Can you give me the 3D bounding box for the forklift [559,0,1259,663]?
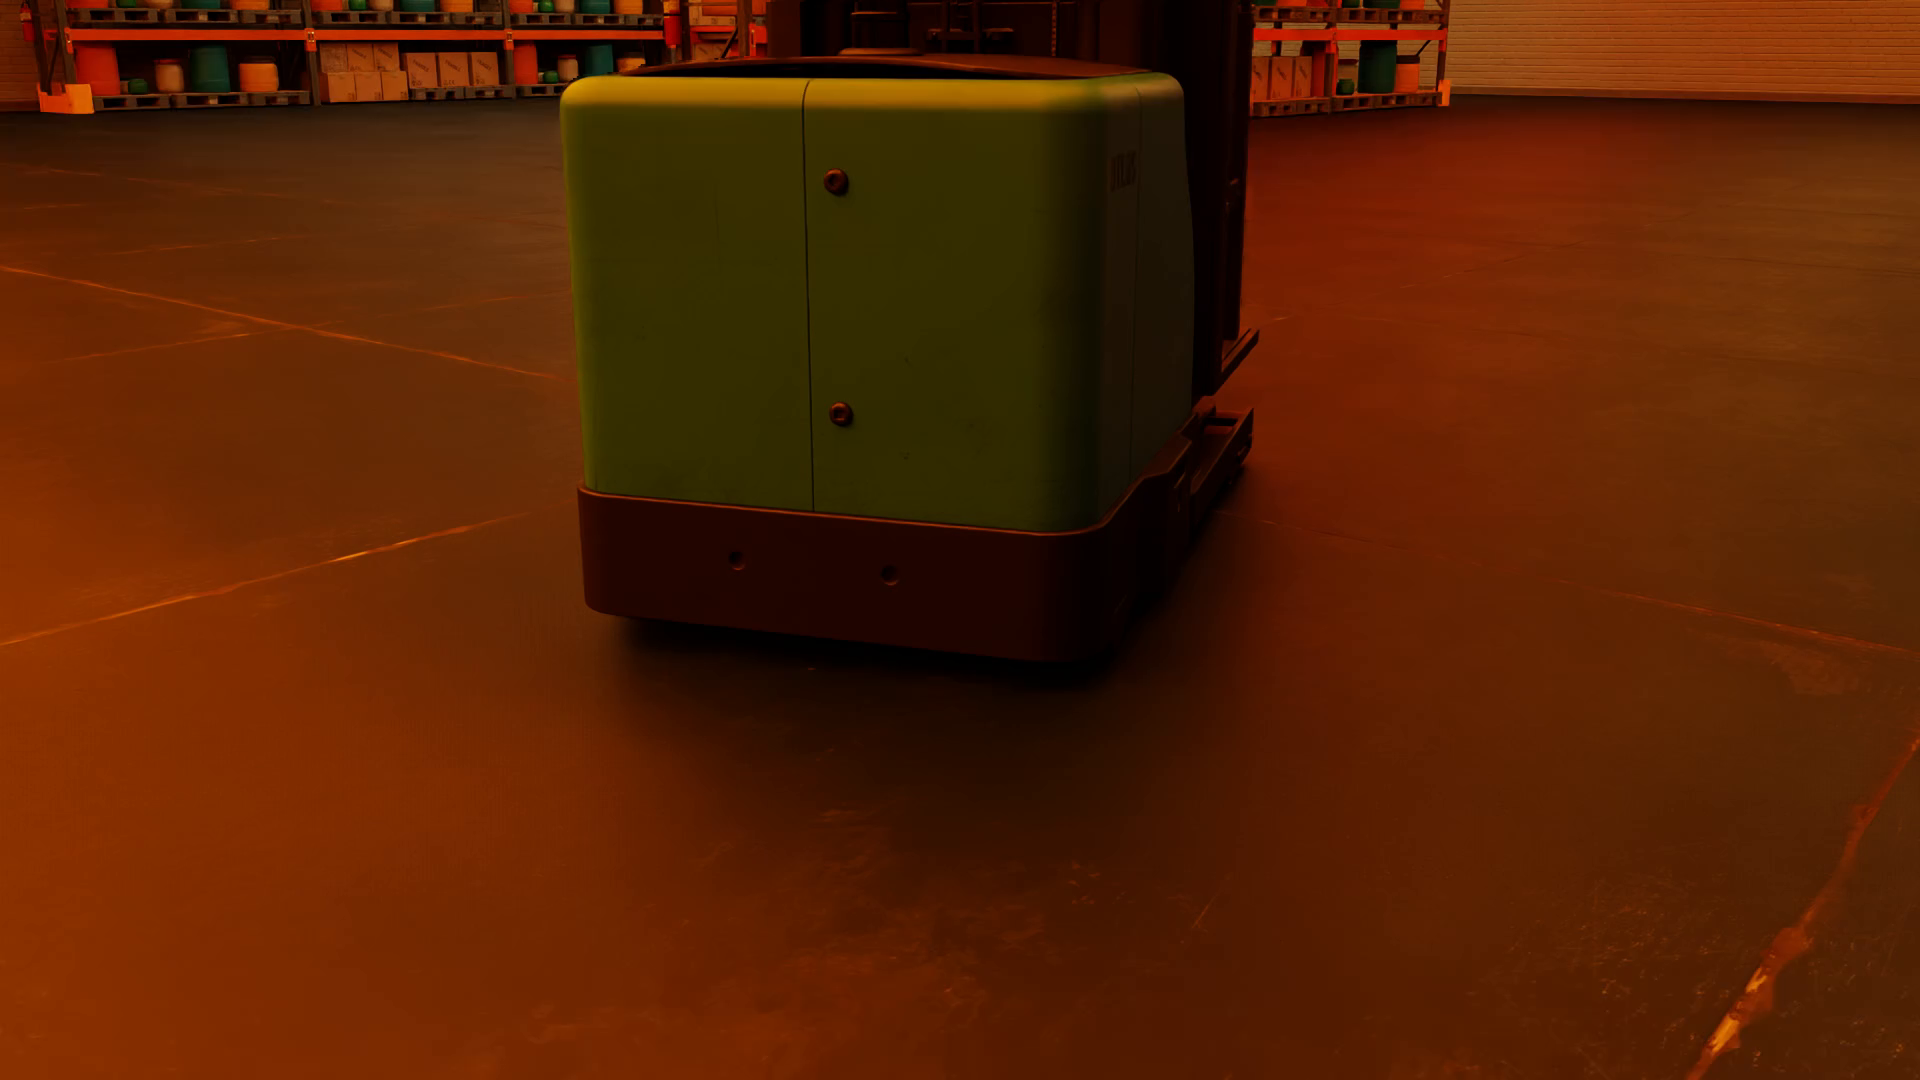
[{"bbox_3d":[0.182,-1.571,4.072,1.130,2.935,3.031,5,18,17],"label":"forklift"}]
